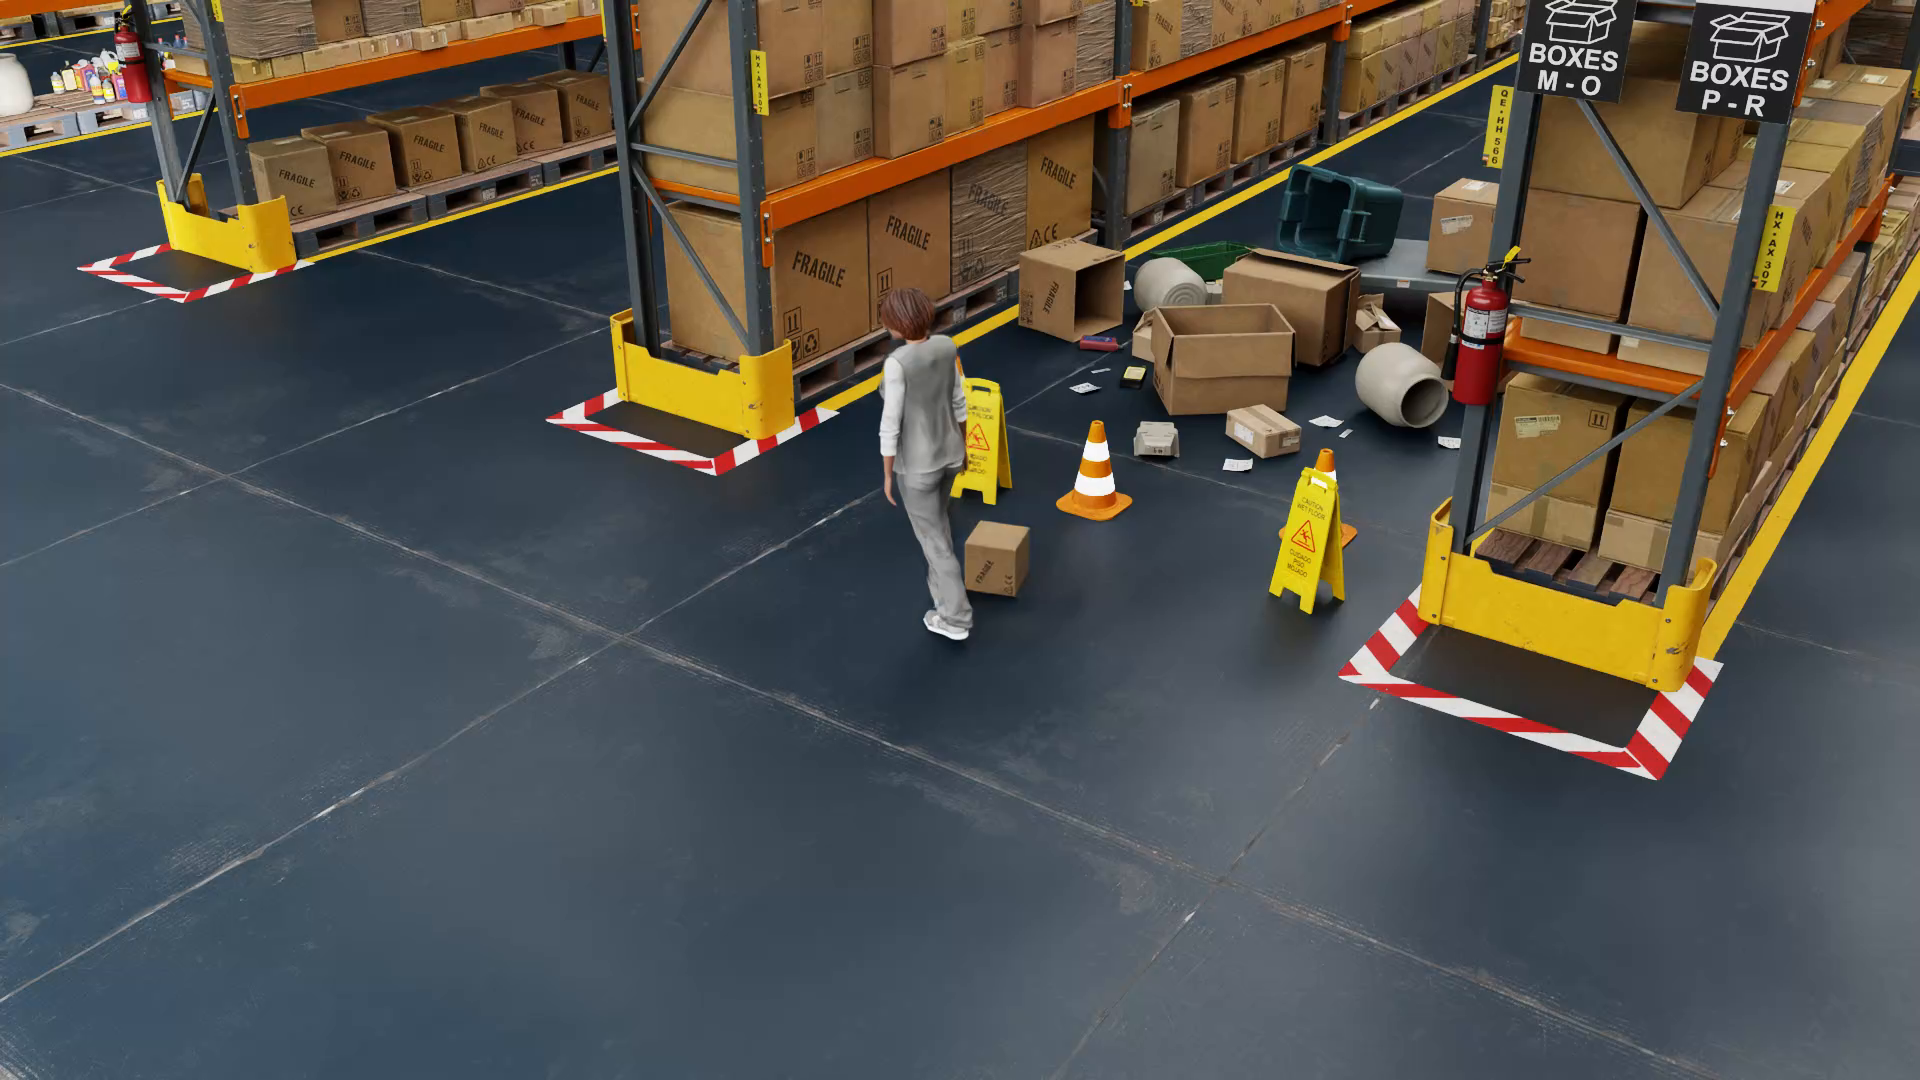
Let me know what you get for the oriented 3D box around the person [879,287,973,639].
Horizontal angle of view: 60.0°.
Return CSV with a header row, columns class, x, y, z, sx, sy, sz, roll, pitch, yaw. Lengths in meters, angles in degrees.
class,x,y,z,sx,sy,sz,roll,pitch,yaw
person,-0.095,-0.303,7.243,0.487,1.633,0.530,24,36,38
